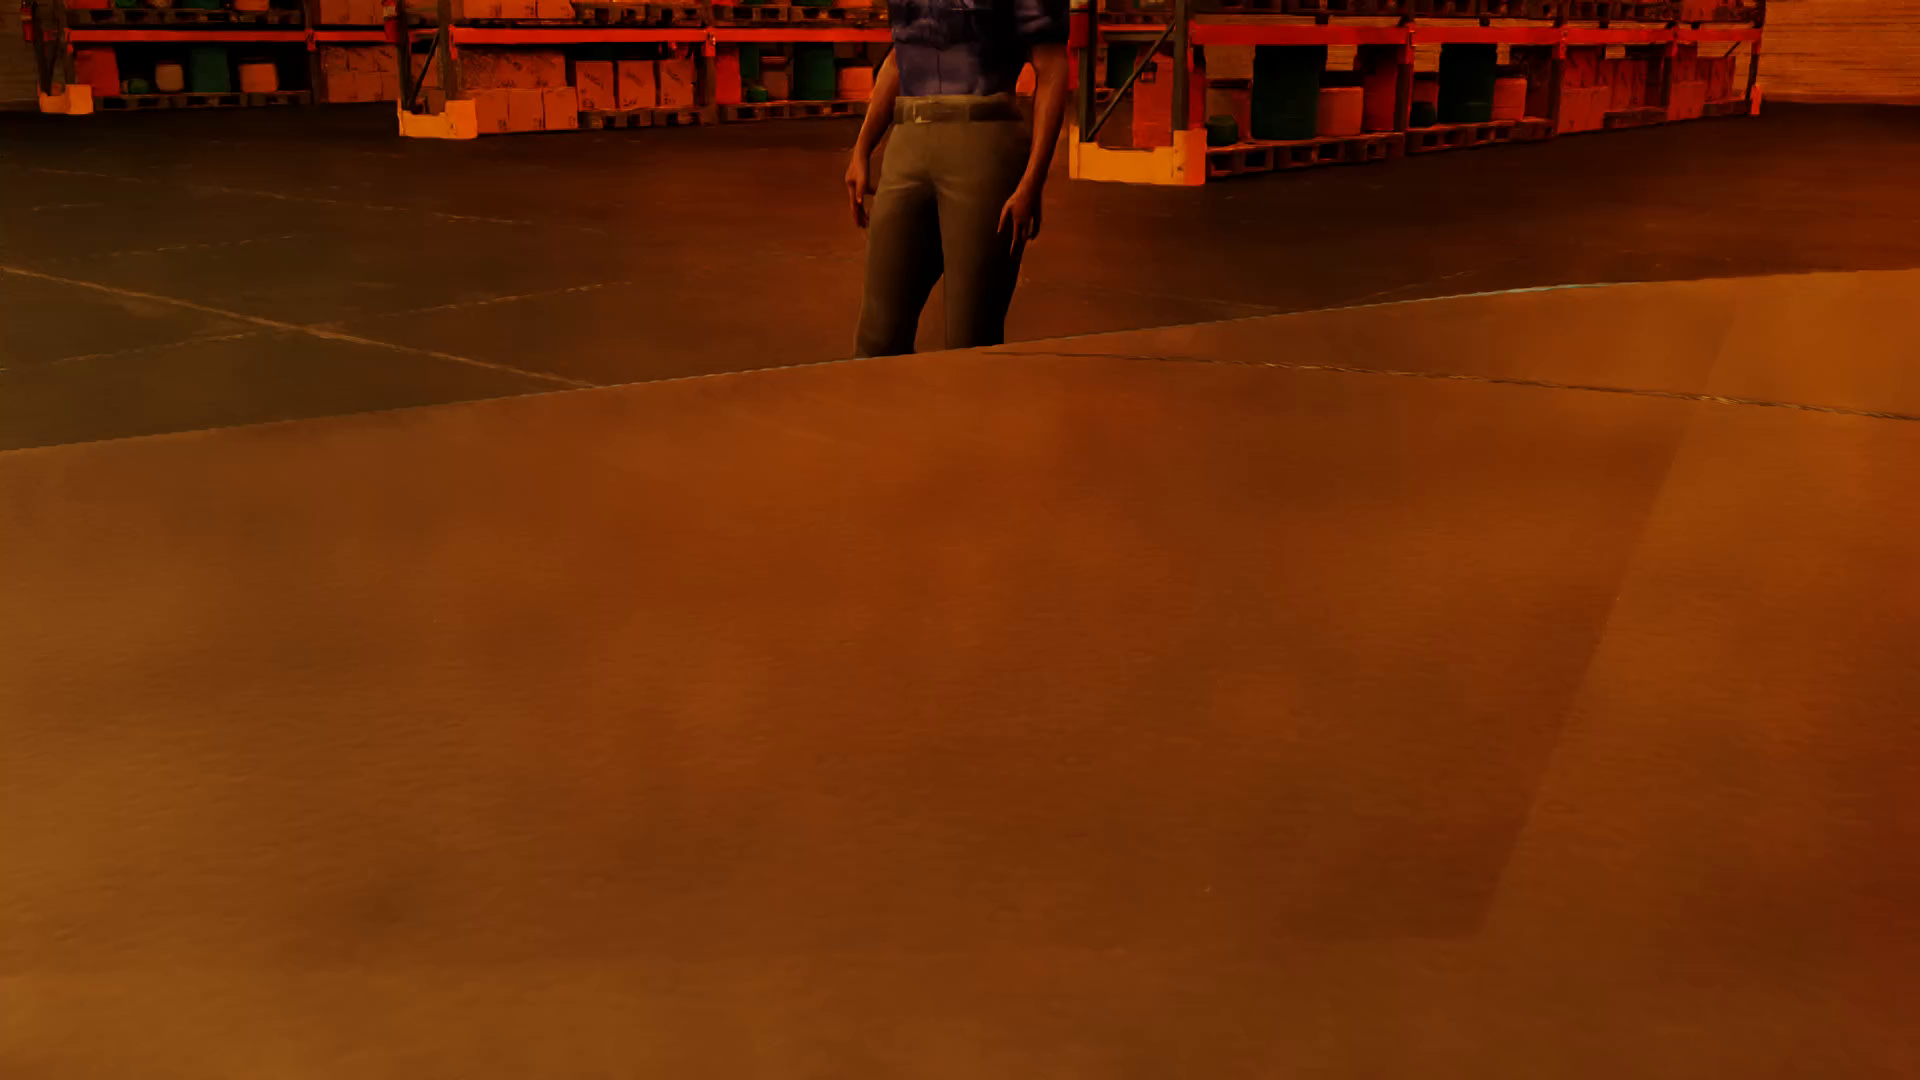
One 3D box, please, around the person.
[{"bbox_3d":[-0.071,-0.783,3.647,0.570,1.654,0.503,13,21,37],"label":"person"}]
